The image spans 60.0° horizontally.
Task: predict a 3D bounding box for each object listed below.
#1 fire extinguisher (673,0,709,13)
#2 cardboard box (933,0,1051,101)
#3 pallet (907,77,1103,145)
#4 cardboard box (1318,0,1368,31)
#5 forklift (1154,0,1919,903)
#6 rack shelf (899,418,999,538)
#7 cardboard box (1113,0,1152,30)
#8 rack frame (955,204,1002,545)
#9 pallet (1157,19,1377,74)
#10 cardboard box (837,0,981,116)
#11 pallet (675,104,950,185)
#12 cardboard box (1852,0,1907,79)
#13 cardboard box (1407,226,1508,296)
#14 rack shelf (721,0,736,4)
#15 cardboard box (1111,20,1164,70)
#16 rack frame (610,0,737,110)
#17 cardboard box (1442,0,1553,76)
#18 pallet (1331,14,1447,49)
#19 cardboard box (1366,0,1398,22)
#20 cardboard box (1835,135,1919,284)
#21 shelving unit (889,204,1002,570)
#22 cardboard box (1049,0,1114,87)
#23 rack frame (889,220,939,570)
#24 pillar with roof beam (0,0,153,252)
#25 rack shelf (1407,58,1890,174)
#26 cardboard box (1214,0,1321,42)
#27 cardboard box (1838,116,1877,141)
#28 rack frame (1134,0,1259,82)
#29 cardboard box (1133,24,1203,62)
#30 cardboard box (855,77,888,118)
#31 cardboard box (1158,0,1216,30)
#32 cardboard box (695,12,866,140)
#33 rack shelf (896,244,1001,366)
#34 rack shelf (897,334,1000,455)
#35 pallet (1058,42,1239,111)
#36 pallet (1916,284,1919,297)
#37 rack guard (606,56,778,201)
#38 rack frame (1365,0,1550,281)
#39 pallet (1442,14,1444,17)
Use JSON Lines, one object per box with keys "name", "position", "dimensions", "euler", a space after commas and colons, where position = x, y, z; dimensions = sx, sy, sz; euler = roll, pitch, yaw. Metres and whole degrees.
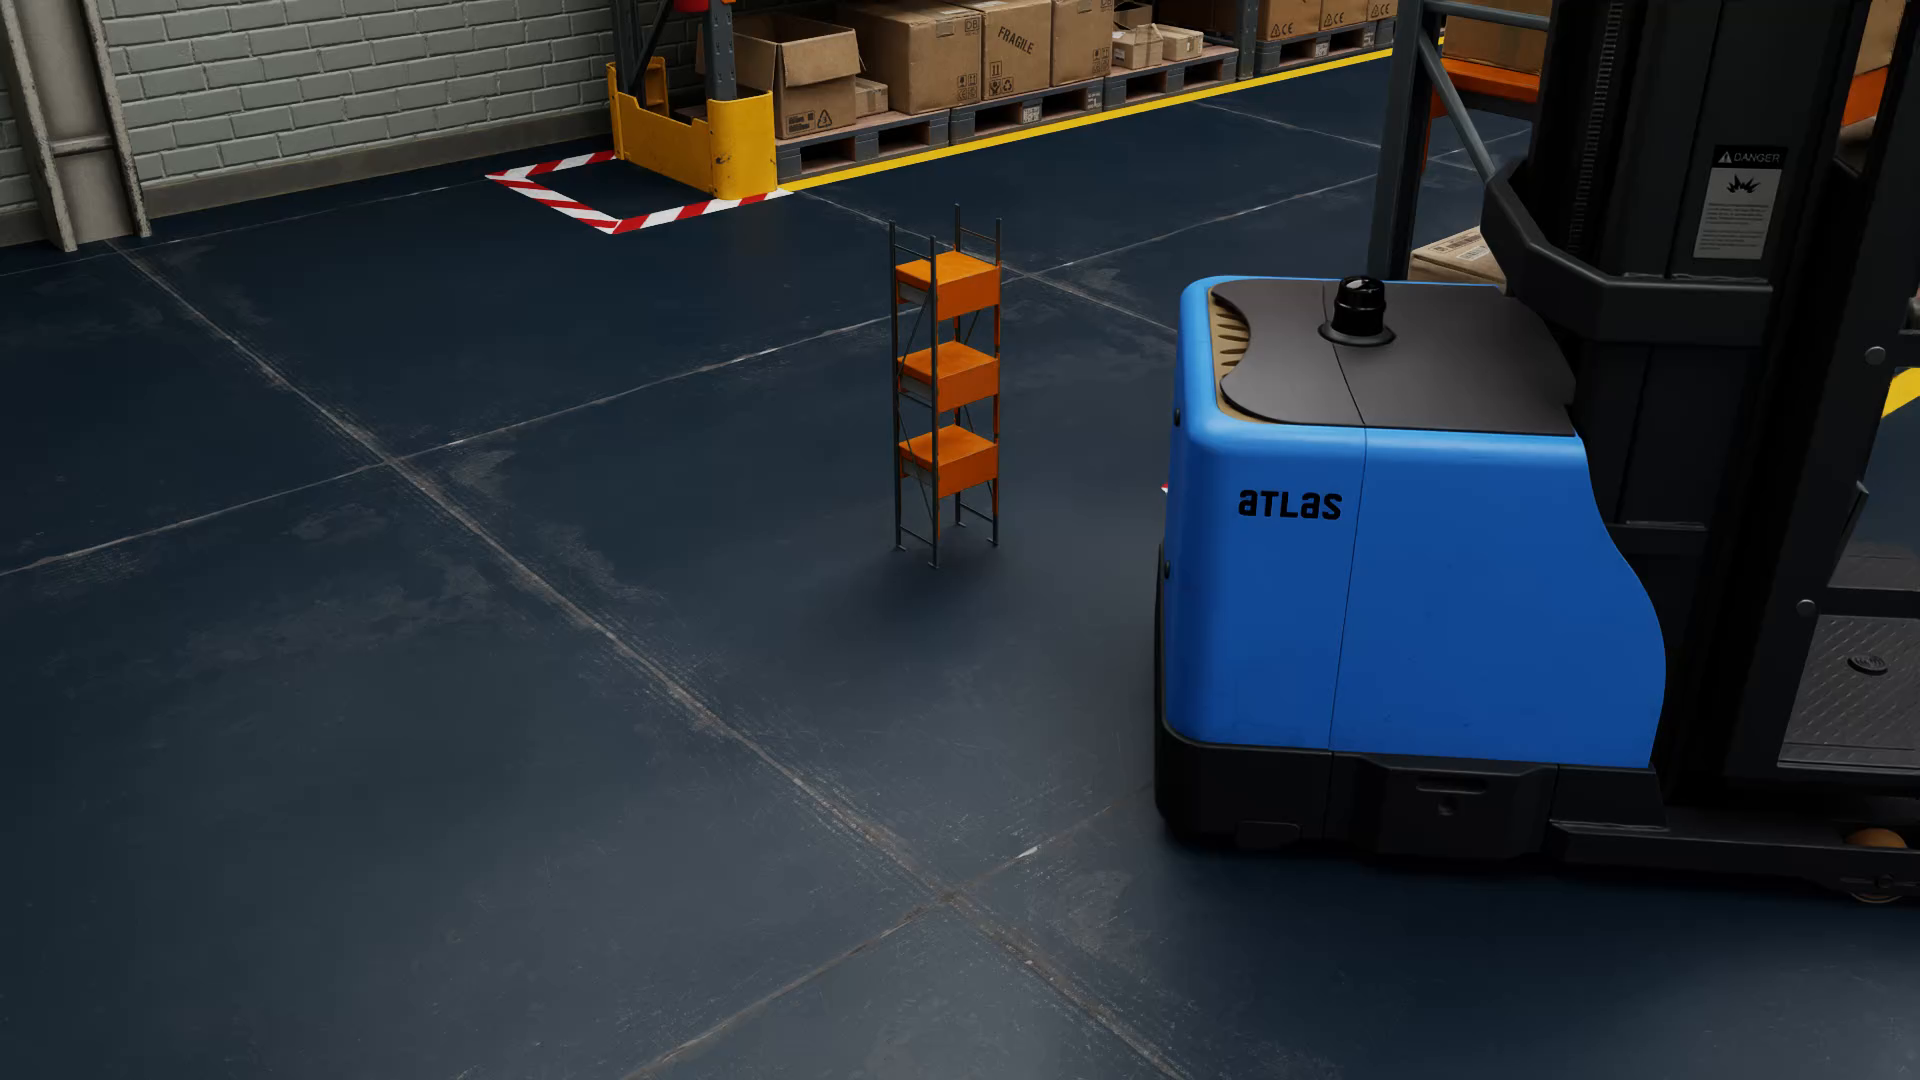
{"name": "fire extinguisher", "position": [-1.304, -2.873, 7.922], "dimensions": [0.183, 0.674, 0.296], "euler": [-22, 35, -35]}
{"name": "cardboard box", "position": [0.177, -2.892, 9.686], "dimensions": [0.500, 0.500, 0.500], "euler": [-21, 35, -34]}
{"name": "pallet", "position": [0.099, -2.691, 10.063], "dimensions": [1.213, 0.211, 1.003], "euler": [-22, 35, -35]}
{"name": "cardboard box", "position": [2.463, -3.823, 11.427], "dimensions": [0.500, 0.500, 0.500], "euler": [-22, 35, -36]}
{"name": "forklift", "position": [2.012, -0.734, 3.513], "dimensions": [3.031, 2.935, 1.130], "euler": [3, 28, 5]}
{"name": "rack shelf", "position": [-0.041, -0.192, 5.108], "dimensions": [0.240, 0.259, 0.215], "euler": [-22, 35, -35]}
{"name": "cardboard box", "position": [0.895, -3.388, 10.815], "dimensions": [0.500, 0.311, 0.500], "euler": [-20, 34, -33]}
{"name": "rack frame", "position": [0.052, -0.484, 5.042], "dimensions": [0.008, 1.050, 0.200], "euler": [-22, 35, -35]}
{"name": "pallet", "position": [2.145, -3.539, 11.648], "dimensions": [1.213, 0.211, 1.003], "euler": [-22, 35, -35]}
{"name": "cardboard box", "position": [-0.290, -2.766, 9.450], "dimensions": [0.500, 0.500, 0.700], "euler": [-20, 34, -33]}
{"name": "pallet", "position": [-0.829, -2.320, 9.368], "dimensions": [1.213, 0.211, 1.003], "euler": [-22, 35, -35]}
{"name": "cardboard box", "position": [2.650, -1.757, 5.249], "dimensions": [0.500, 0.500, 0.500], "euler": [-22, 35, -36]}
{"name": "cardboard box", "position": [2.169, -0.797, 5.832], "dimensions": [0.875, 0.438, 0.875], "euler": [-23, 36, -37]}
{"name": "rack shelf", "position": [0.029, -3.577, 9.525], "dimensions": [4.000, 0.370, 1.077], "euler": [-22, 35, -35]}
{"name": "cardboard box", "position": [1.046, -3.101, 10.325], "dimensions": [0.258, 0.266, 0.396], "euler": [-20, 34, -33]}
{"name": "rack frame", "position": [-1.492, -3.283, 8.210], "dimensions": [0.127, 3.000, 1.000], "euler": [-22, 35, -35]}
{"name": "cardboard box", "position": [1.927, -1.791, 5.312], "dimensions": [0.500, 0.500, 0.500], "euler": [-22, 35, -35]}
{"name": "pallet", "position": [3.074, -3.914, 12.350], "dimensions": [1.213, 0.211, 1.003], "euler": [-22, 35, -35]}
{"name": "cardboard box", "position": [2.846, -3.974, 11.710], "dimensions": [0.500, 0.500, 0.500], "euler": [-23, 36, -36]}
{"name": "cardboard box", "position": [3.547, -1.355, 6.876], "dimensions": [0.875, 0.438, 0.875], "euler": [-23, 36, -36]}
{"name": "shelving unit", "position": [-0.041, -0.447, 4.972], "dimensions": [0.252, 1.050, 0.215], "euler": [-22, 35, -35]}
{"name": "cardboard box", "position": [0.500, -3.084, 10.044], "dimensions": [0.500, 0.500, 0.700], "euler": [-23, 36, -37]}
{"name": "rack frame", "position": [-0.134, -0.409, 4.902], "dimensions": [0.008, 1.050, 0.200], "euler": [-22, 35, -35]}
{"name": "pillar with roof beam", "position": [-1.334, -3.883, 2.969], "dimensions": [0.400, 9.000, 9.100], "euler": [-22, 35, -35]}
{"name": "rack shelf", "position": [3.254, -1.799, 6.196], "dimensions": [4.000, 0.370, 1.077], "euler": [-22, 35, -35]}
{"name": "cardboard box", "position": [2.065, -3.656, 11.116], "dimensions": [0.500, 0.500, 0.500], "euler": [-20, 34, -33]}
{"name": "cardboard box", "position": [4.228, -1.629, 7.389], "dimensions": [0.875, 0.438, 0.875], "euler": [-22, 35, -36]}
{"name": "rack frame", "position": [1.551, -4.506, 10.500], "dimensions": [0.127, 3.000, 1.000], "euler": [-22, 35, -35]}
{"name": "cardboard box", "position": [1.317, -3.158, 10.557], "dimensions": [0.250, 0.149, 0.380], "euler": [-23, 36, -36]}
{"name": "cardboard box", "position": [-0.617, -2.480, 9.287], "dimensions": [0.250, 0.149, 0.380], "euler": [-24, 36, -37]}
{"name": "cardboard box", "position": [1.732, -3.845, 11.469], "dimensions": [0.500, 0.500, 0.500], "euler": [-22, 35, -35]}
{"name": "cardboard box", "position": [-0.965, -2.520, 8.986], "dimensions": [0.637, 0.503, 0.797], "euler": [-24, 36, -37]}
{"name": "rack shelf", "position": [-0.041, -0.688, 4.843], "dimensions": [0.240, 0.259, 0.215], "euler": [-22, 35, -35]}
{"name": "rack shelf", "position": [-0.041, -0.437, 4.977], "dimensions": [0.240, 0.259, 0.215], "euler": [-22, 35, -35]}
{"name": "pallet", "position": [1.028, -3.067, 10.765], "dimensions": [1.213, 0.211, 1.003], "euler": [-22, 35, -35]}
{"name": "pallet", "position": [3.217, -0.918, 6.744], "dimensions": [1.213, 0.211, 1.003], "euler": [-22, 35, -35]}
{"name": "rack guard", "position": [-1.434, -2.203, 8.843], "dimensions": [0.348, 0.500, 1.175], "euler": [-22, 35, -35]}
{"name": "rack frame", "position": [1.732, -1.504, 4.882], "dimensions": [0.127, 3.000, 1.000], "euler": [-22, 35, -35]}
{"name": "pallet", "position": [4.001, -4.285, 13.045], "dimensions": [1.213, 0.211, 1.003], "euler": [-22, 35, -35]}
